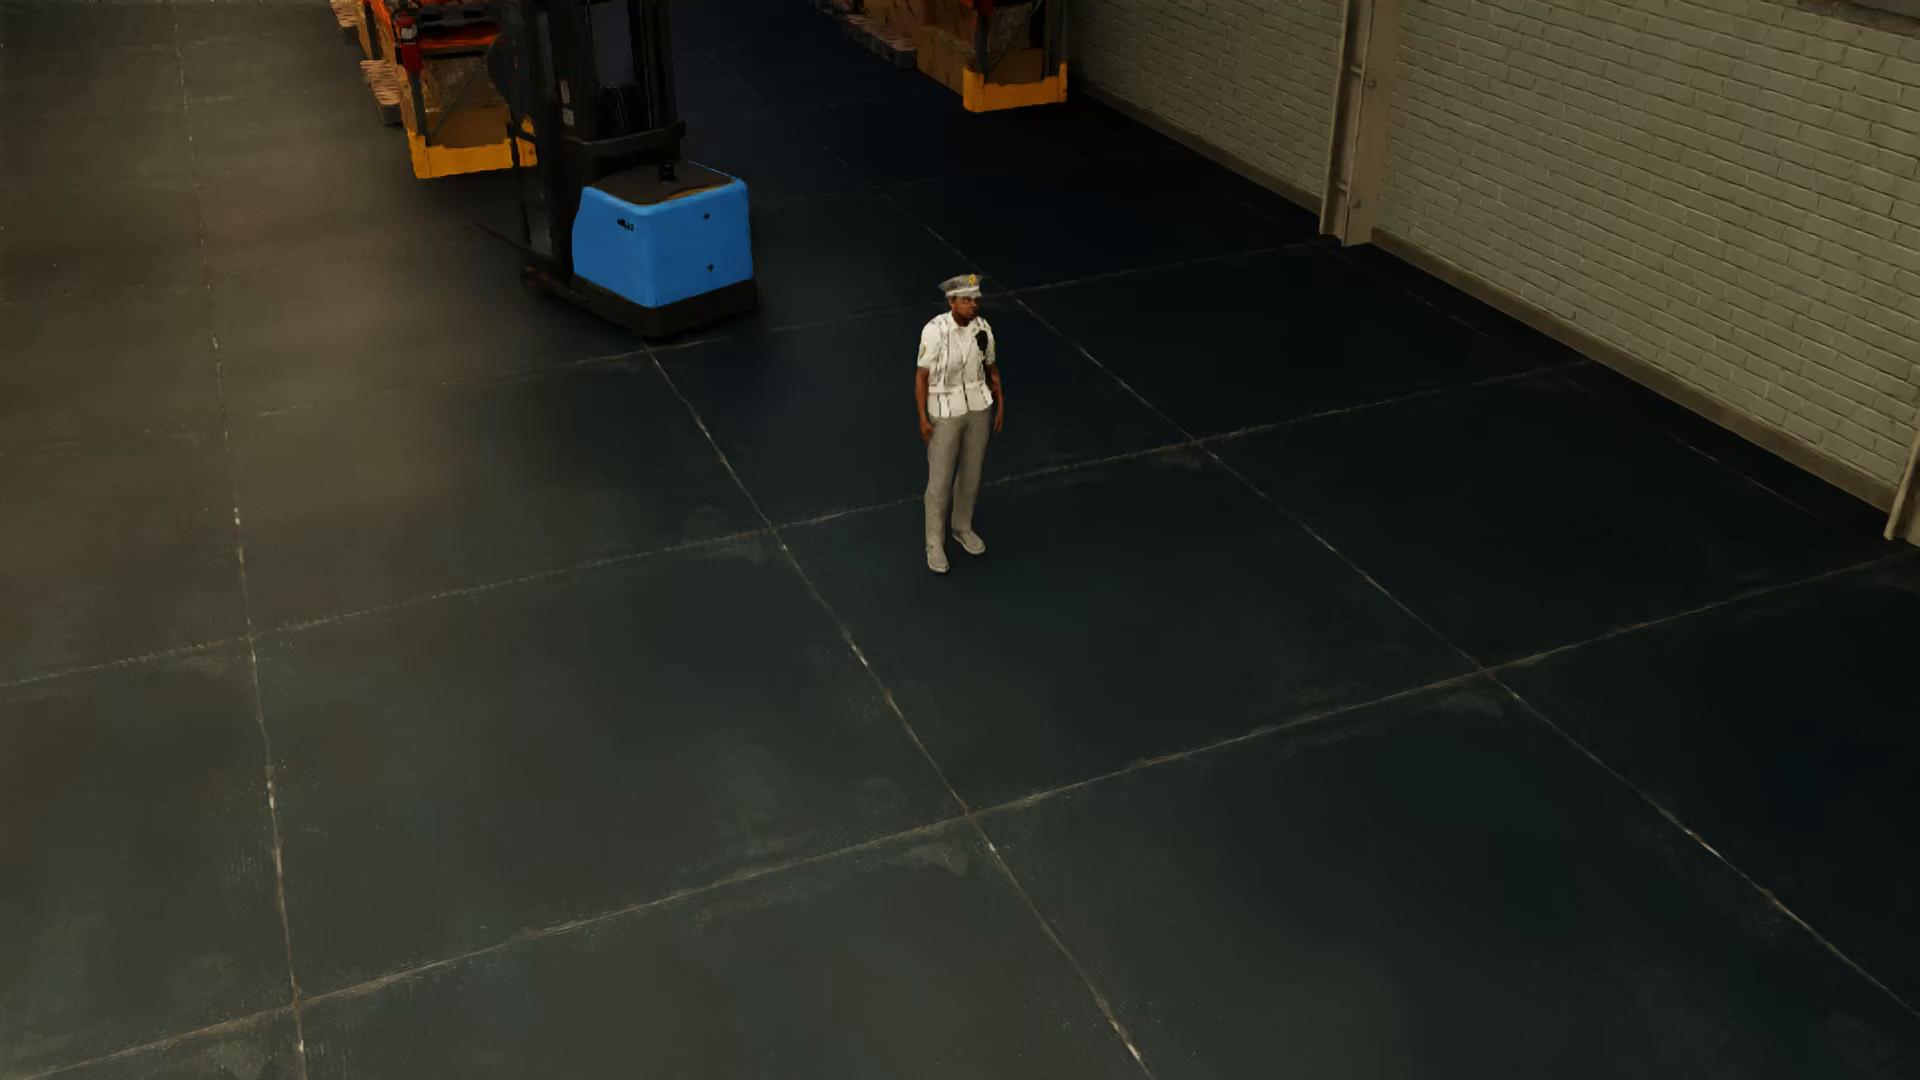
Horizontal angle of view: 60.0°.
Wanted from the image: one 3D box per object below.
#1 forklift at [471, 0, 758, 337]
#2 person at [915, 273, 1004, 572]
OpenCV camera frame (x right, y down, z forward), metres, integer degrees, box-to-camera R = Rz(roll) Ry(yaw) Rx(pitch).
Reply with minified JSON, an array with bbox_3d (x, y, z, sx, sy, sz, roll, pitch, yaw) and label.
[{"bbox_3d":[-2.988,-3.447,13.148,1.130,2.935,3.031,-25,38,-37],"label":"forklift"},{"bbox_3d":[0.012,-0.700,9.584,0.570,1.684,0.529,-12,32,-20],"label":"person"}]
